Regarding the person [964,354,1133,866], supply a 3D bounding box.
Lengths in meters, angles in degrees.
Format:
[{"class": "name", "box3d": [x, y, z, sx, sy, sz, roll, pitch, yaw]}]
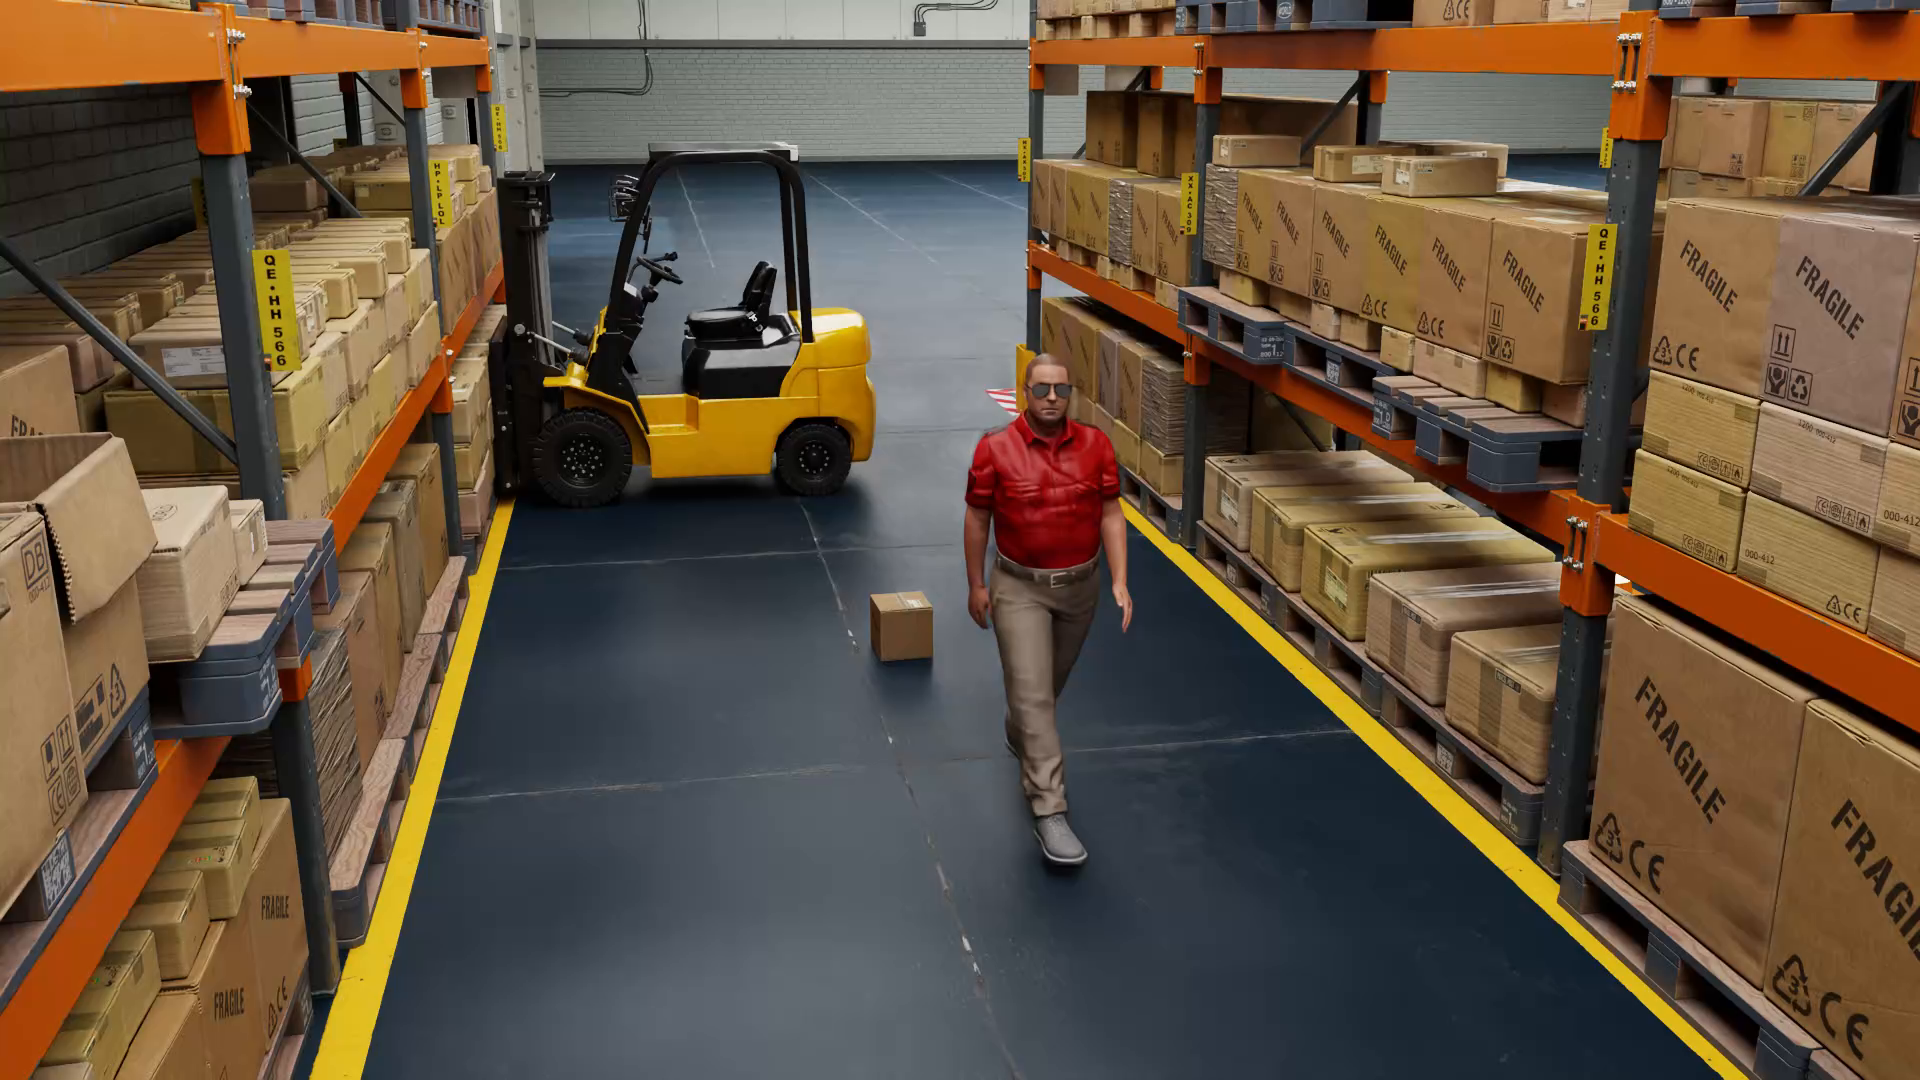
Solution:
[{"class": "person", "box3d": [0.338, 0.180, 5.898, 0.548, 1.661, 1.045, -6, 17, -18]}]
